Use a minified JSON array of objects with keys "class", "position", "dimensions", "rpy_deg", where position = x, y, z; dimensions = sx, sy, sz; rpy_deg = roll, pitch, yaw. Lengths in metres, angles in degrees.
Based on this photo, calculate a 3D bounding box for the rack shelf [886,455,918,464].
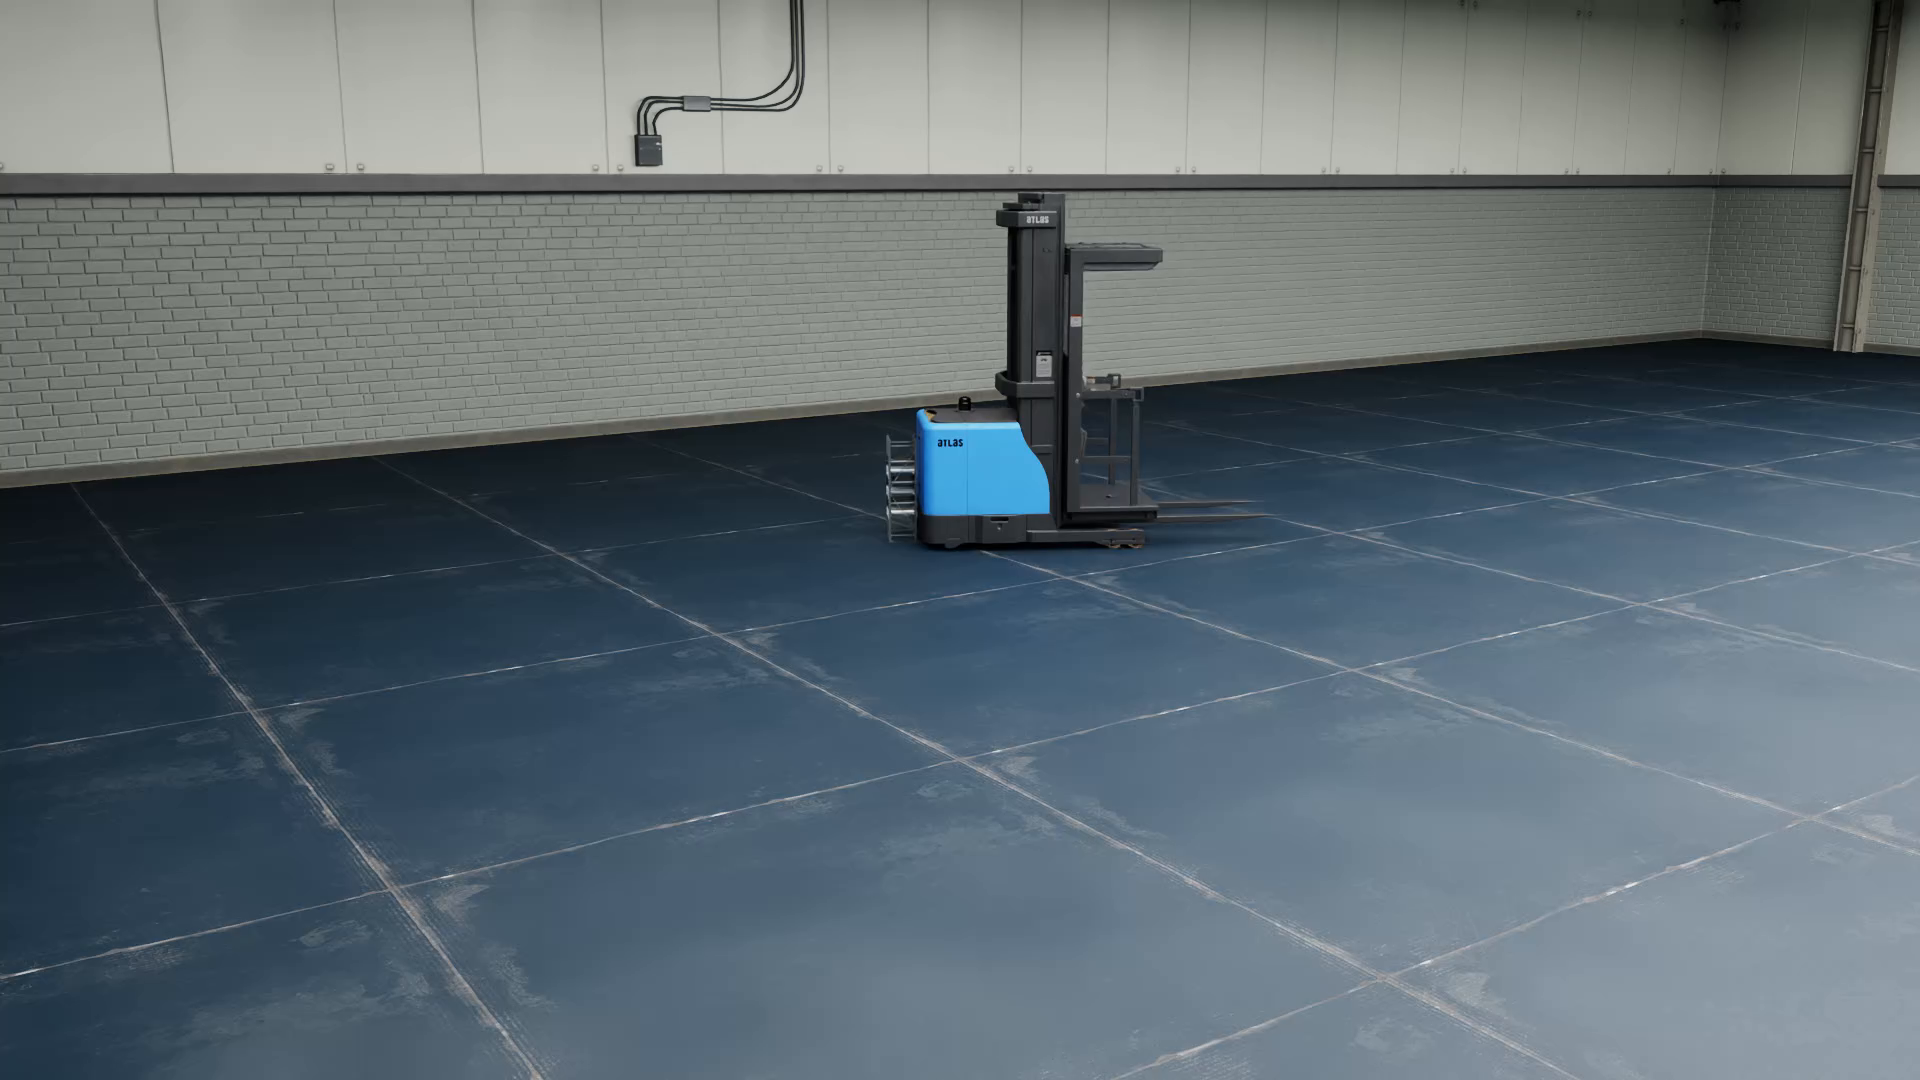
[{"class":"rack shelf","position":[-0.500,-0.675,14.235],"dimensions":[0.258,0.077,0.200],"rpy_deg":[-1,12,-6]}]

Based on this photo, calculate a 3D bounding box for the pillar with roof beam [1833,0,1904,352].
[{"class":"pillar with roof beam","position":[12.387,-7.284,26.607],"dimensions":[9.100,9.000,0.548],"rpy_deg":[-8,15,-33]}]

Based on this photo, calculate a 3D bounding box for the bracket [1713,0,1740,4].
[{"class":"bracket","position":[14.132,-10.005,30.625],"dimensions":[0.235,0.232,0.430],"rpy_deg":[-8,15,-33]}]

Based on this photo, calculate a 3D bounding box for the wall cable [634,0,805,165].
[{"class":"wall cable","position":[-2.872,-7.528,19.761],"dimensions":[2.305,6.003,0.169],"rpy_deg":[-8,15,-33]}]

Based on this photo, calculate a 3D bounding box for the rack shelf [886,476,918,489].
[{"class":"rack shelf","position":[-0.500,-0.499,14.273],"dimensions":[0.258,0.077,0.200],"rpy_deg":[-1,12,-6]}]

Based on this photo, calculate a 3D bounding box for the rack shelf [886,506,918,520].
[{"class":"rack shelf","position":[-0.500,-0.236,14.331],"dimensions":[0.258,0.077,0.200],"rpy_deg":[-1,12,-6]}]

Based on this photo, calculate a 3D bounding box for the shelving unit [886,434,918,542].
[{"class":"shelving unit","position":[-0.500,-0.444,14.285],"dimensions":[0.258,0.900,0.210],"rpy_deg":[-1,12,-6]}]

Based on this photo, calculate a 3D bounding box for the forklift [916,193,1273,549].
[{"class":"forklift","position":[1.152,-1.469,14.219],"dimensions":[3.031,2.935,1.130],"rpy_deg":[-1,12,-5]}]

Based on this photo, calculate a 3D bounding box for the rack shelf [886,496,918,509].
[{"class":"rack shelf","position":[-0.500,-0.323,14.312],"dimensions":[0.258,0.077,0.200],"rpy_deg":[-1,12,-6]}]

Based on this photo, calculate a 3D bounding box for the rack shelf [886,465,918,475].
[{"class":"rack shelf","position":[-0.500,-0.587,14.254],"dimensions":[0.258,0.077,0.200],"rpy_deg":[-1,12,-6]}]

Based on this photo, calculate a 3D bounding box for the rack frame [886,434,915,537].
[{"class":"rack frame","position":[-0.512,-0.466,14.384],"dimensions":[0.240,0.900,0.006],"rpy_deg":[-1,12,-6]}]

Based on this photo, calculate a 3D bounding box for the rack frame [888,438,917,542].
[{"class":"rack frame","position":[-0.489,-0.422,14.187],"dimensions":[0.240,0.900,0.006],"rpy_deg":[-1,12,-6]}]

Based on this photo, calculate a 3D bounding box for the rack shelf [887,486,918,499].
[{"class":"rack shelf","position":[-0.500,-0.411,14.292],"dimensions":[0.258,0.077,0.200],"rpy_deg":[-1,12,-6]}]
